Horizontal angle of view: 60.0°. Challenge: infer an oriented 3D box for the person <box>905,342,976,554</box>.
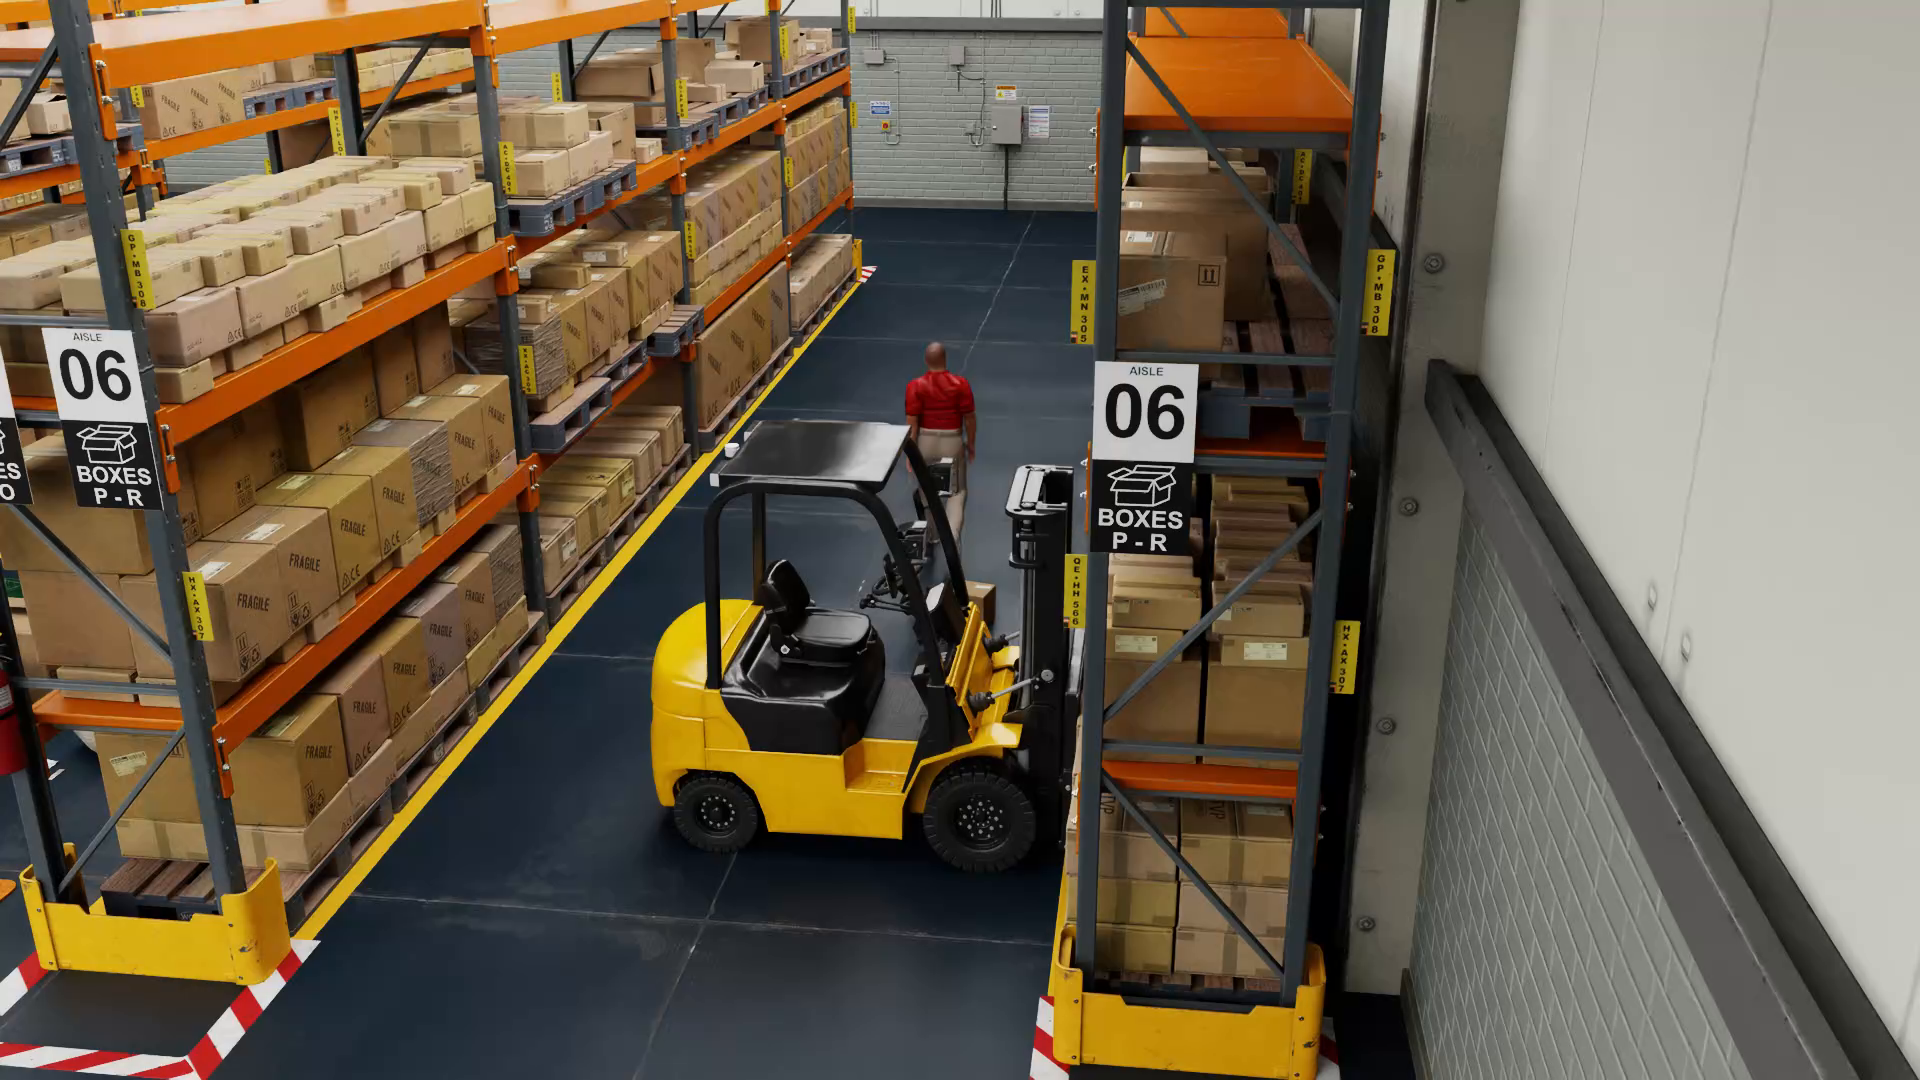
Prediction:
[{"bbox_3d":[-0.147,-0.718,12.956,0.546,1.685,0.863,0,21,1],"label":"person"}]
